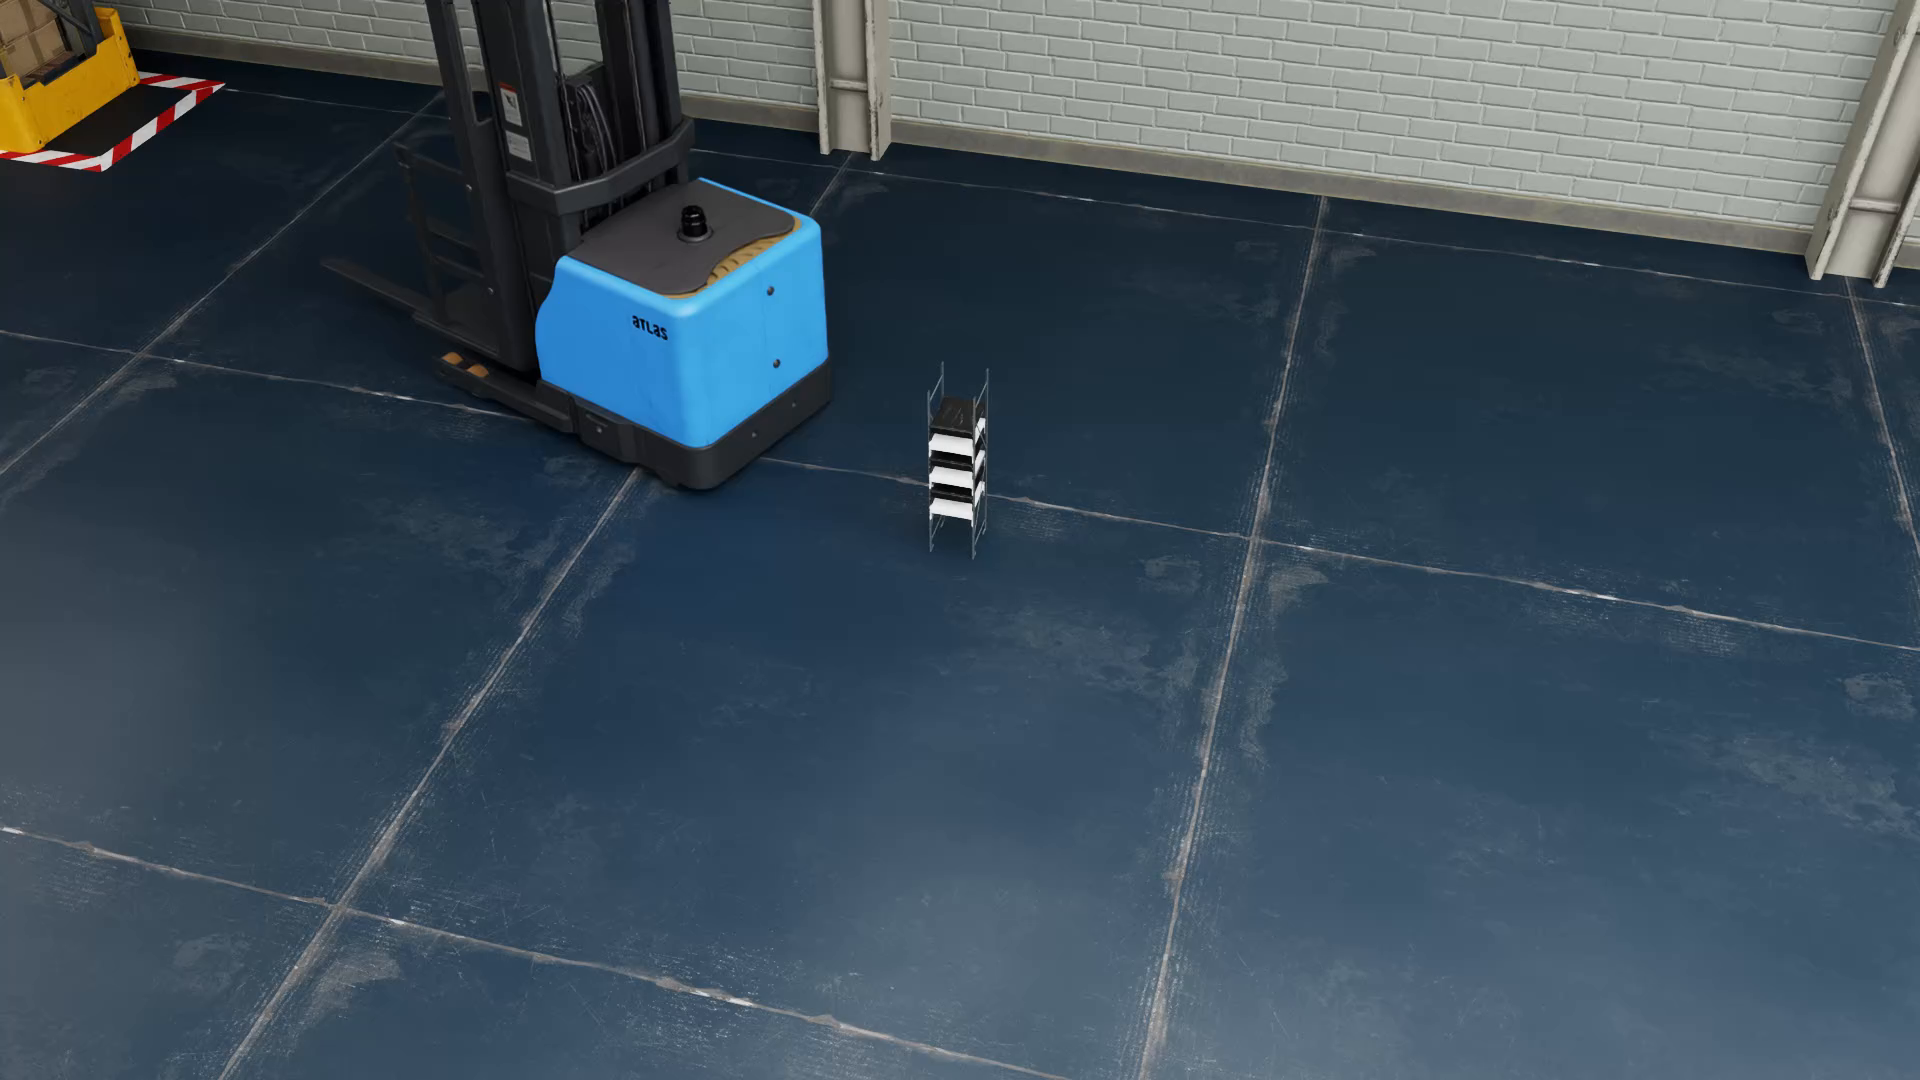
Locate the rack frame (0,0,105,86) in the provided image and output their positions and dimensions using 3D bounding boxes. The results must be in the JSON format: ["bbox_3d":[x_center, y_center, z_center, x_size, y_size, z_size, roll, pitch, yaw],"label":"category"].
[{"bbox_3d":[-6.031,-4.033,10.244,0.127,3.000,1.000,10,41,11],"label":"rack frame"}]

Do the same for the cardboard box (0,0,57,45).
[{"bbox_3d":[-6.431,-3.540,11.079,0.500,0.250,0.500,10,41,12],"label":"cardboard box"}]

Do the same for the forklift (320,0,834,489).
[{"bbox_3d":[-2.146,-2.119,8.019,3.031,2.935,1.130,24,46,26],"label":"forklift"}]

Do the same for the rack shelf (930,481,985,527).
[{"bbox_3d":[-0.008,-0.183,7.624,0.200,0.077,0.258,10,41,11],"label":"rack shelf"}]

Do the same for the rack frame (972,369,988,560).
[{"bbox_3d":[0.090,-0.329,7.467,0.006,0.900,0.240,10,41,11],"label":"rack frame"}]

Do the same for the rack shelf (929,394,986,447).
[{"bbox_3d":[-0.008,-0.527,7.335,0.200,0.077,0.258,10,41,11],"label":"rack shelf"}]

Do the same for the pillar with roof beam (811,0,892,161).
[{"bbox_3d":[-1.787,-3.334,4.747,0.400,9.000,9.100,10,41,11],"label":"pillar with roof beam"}]

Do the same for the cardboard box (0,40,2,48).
[{"bbox_3d":[-6.582,-3.219,10.698,0.500,0.250,0.500,9,41,11],"label":"cardboard box"}]

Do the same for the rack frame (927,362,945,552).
[{"bbox_3d":[-0.106,-0.363,7.507,0.006,0.900,0.240,10,41,11],"label":"rack frame"}]

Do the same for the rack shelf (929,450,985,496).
[{"bbox_3d":[-0.008,-0.320,7.508,0.200,0.077,0.258,10,41,11],"label":"rack shelf"}]

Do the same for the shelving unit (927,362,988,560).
[{"bbox_3d":[-0.008,-0.346,7.487,0.210,0.900,0.258,10,41,11],"label":"shelving unit"}]

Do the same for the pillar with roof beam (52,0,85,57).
[{"bbox_3d":[-7.583,-4.331,5.935,0.400,9.000,9.100,10,41,11],"label":"pillar with roof beam"}]

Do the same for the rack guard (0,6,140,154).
[{"bbox_3d":[-6.008,-3.072,11.043,0.348,0.500,1.175,10,41,11],"label":"rack guard"}]

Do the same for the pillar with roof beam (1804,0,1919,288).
[{"bbox_3d":[4.009,-2.337,3.560,0.400,9.000,9.100,10,41,11],"label":"pillar with roof beam"}]

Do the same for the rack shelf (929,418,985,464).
[{"bbox_3d":[-0.008,-0.458,7.392,0.200,0.077,0.258,10,41,11],"label":"rack shelf"}]

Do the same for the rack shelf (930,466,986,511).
[{"bbox_3d":[-0.008,-0.252,7.566,0.200,0.077,0.258,10,41,11],"label":"rack shelf"}]

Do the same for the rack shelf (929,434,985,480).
[{"bbox_3d":[-0.008,-0.389,7.450,0.200,0.077,0.258,10,41,11],"label":"rack shelf"}]

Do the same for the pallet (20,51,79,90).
[{"bbox_3d":[-6.780,-3.066,11.261,1.213,0.211,1.003,10,41,11],"label":"pallet"}]

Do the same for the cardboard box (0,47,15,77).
[{"bbox_3d":[-6.566,-3.023,10.853,0.500,0.250,0.500,10,41,12],"label":"cardboard box"}]

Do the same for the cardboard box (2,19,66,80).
[{"bbox_3d":[-6.455,-3.344,11.235,0.500,0.250,0.500,10,41,12],"label":"cardboard box"}]
